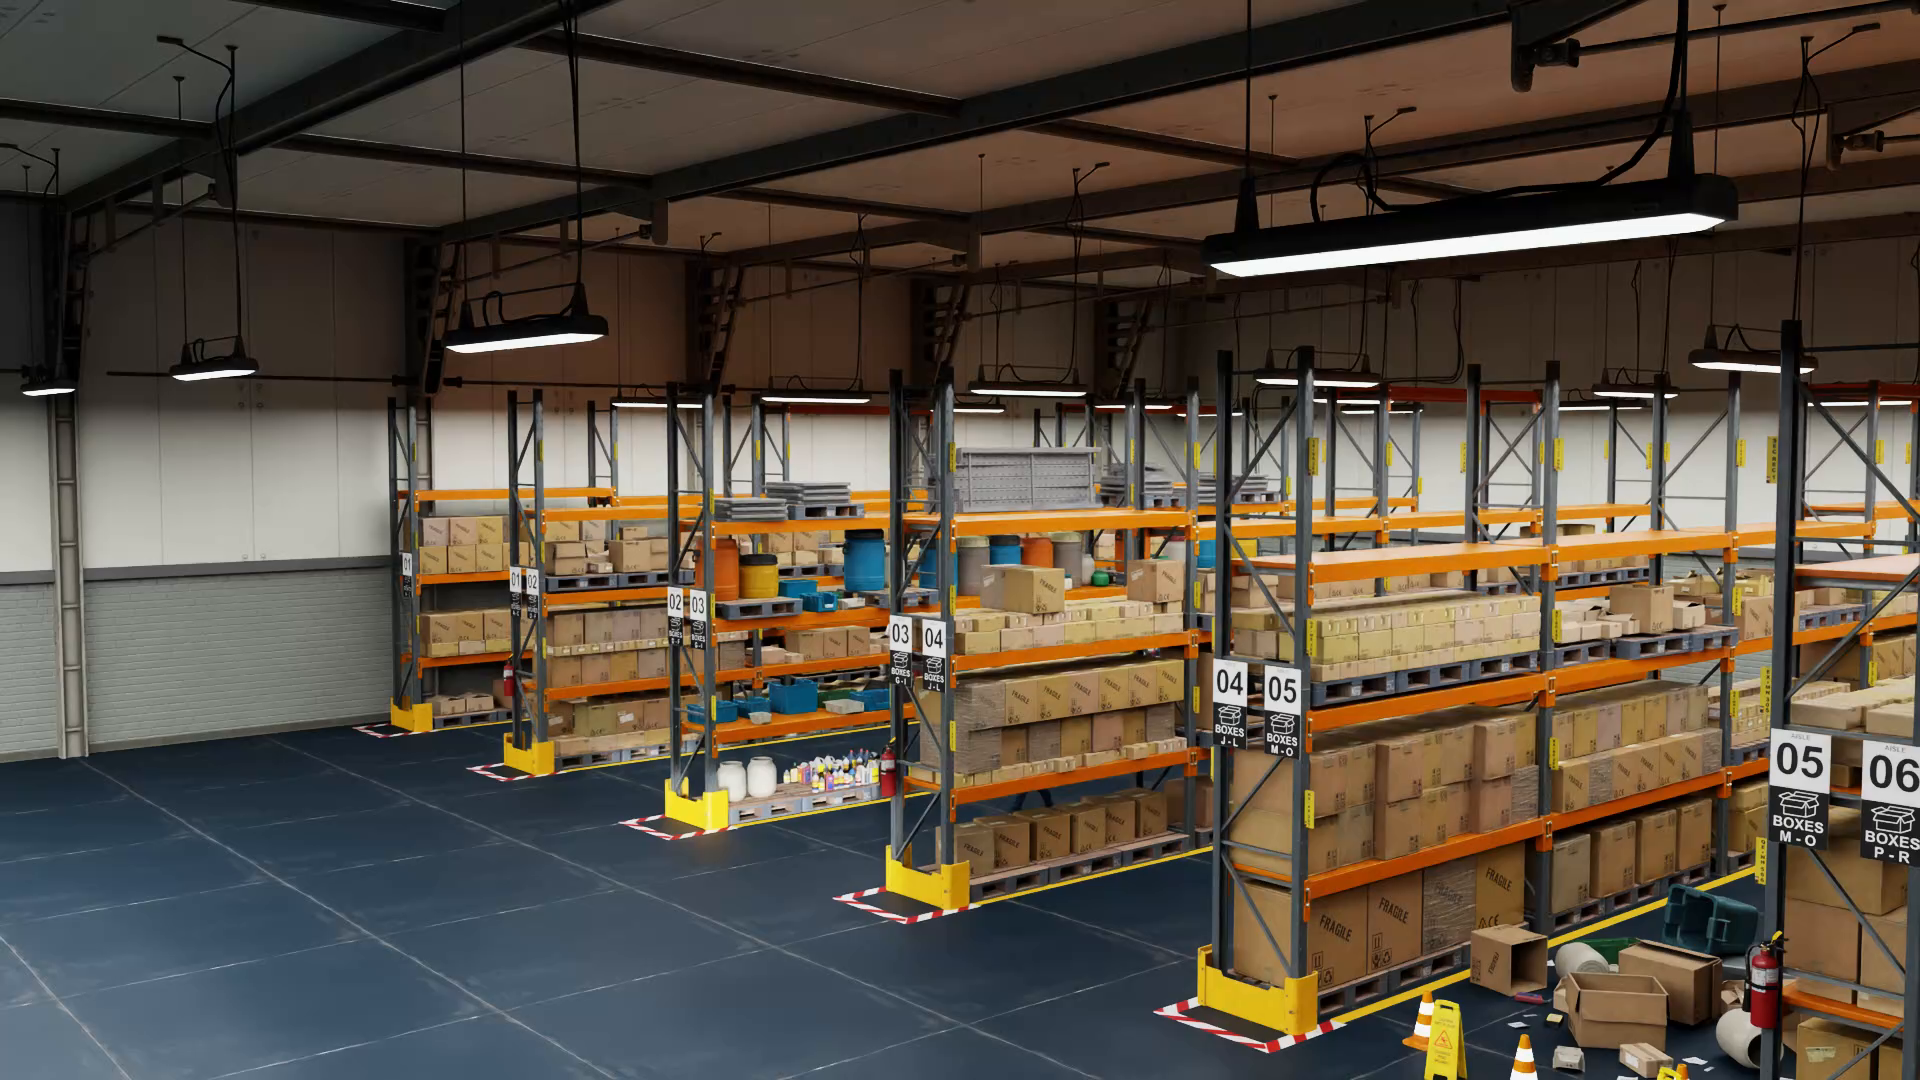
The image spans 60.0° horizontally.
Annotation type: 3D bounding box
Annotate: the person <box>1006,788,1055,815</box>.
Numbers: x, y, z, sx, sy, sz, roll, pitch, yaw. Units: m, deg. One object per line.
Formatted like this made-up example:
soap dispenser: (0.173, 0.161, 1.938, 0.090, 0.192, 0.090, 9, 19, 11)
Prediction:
person: (0.915, 3.047, 22.662, 0.891, 1.556, 0.454, -1, 3, -9)

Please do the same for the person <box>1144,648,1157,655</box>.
person: (3.887, 2.347, 33.106, 0.809, 1.792, 0.581, 0, 3, 3)

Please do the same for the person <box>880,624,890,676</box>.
person: (-1.407, 2.335, 33.438, 0.576, 1.799, 0.684, 2, 4, 35)
